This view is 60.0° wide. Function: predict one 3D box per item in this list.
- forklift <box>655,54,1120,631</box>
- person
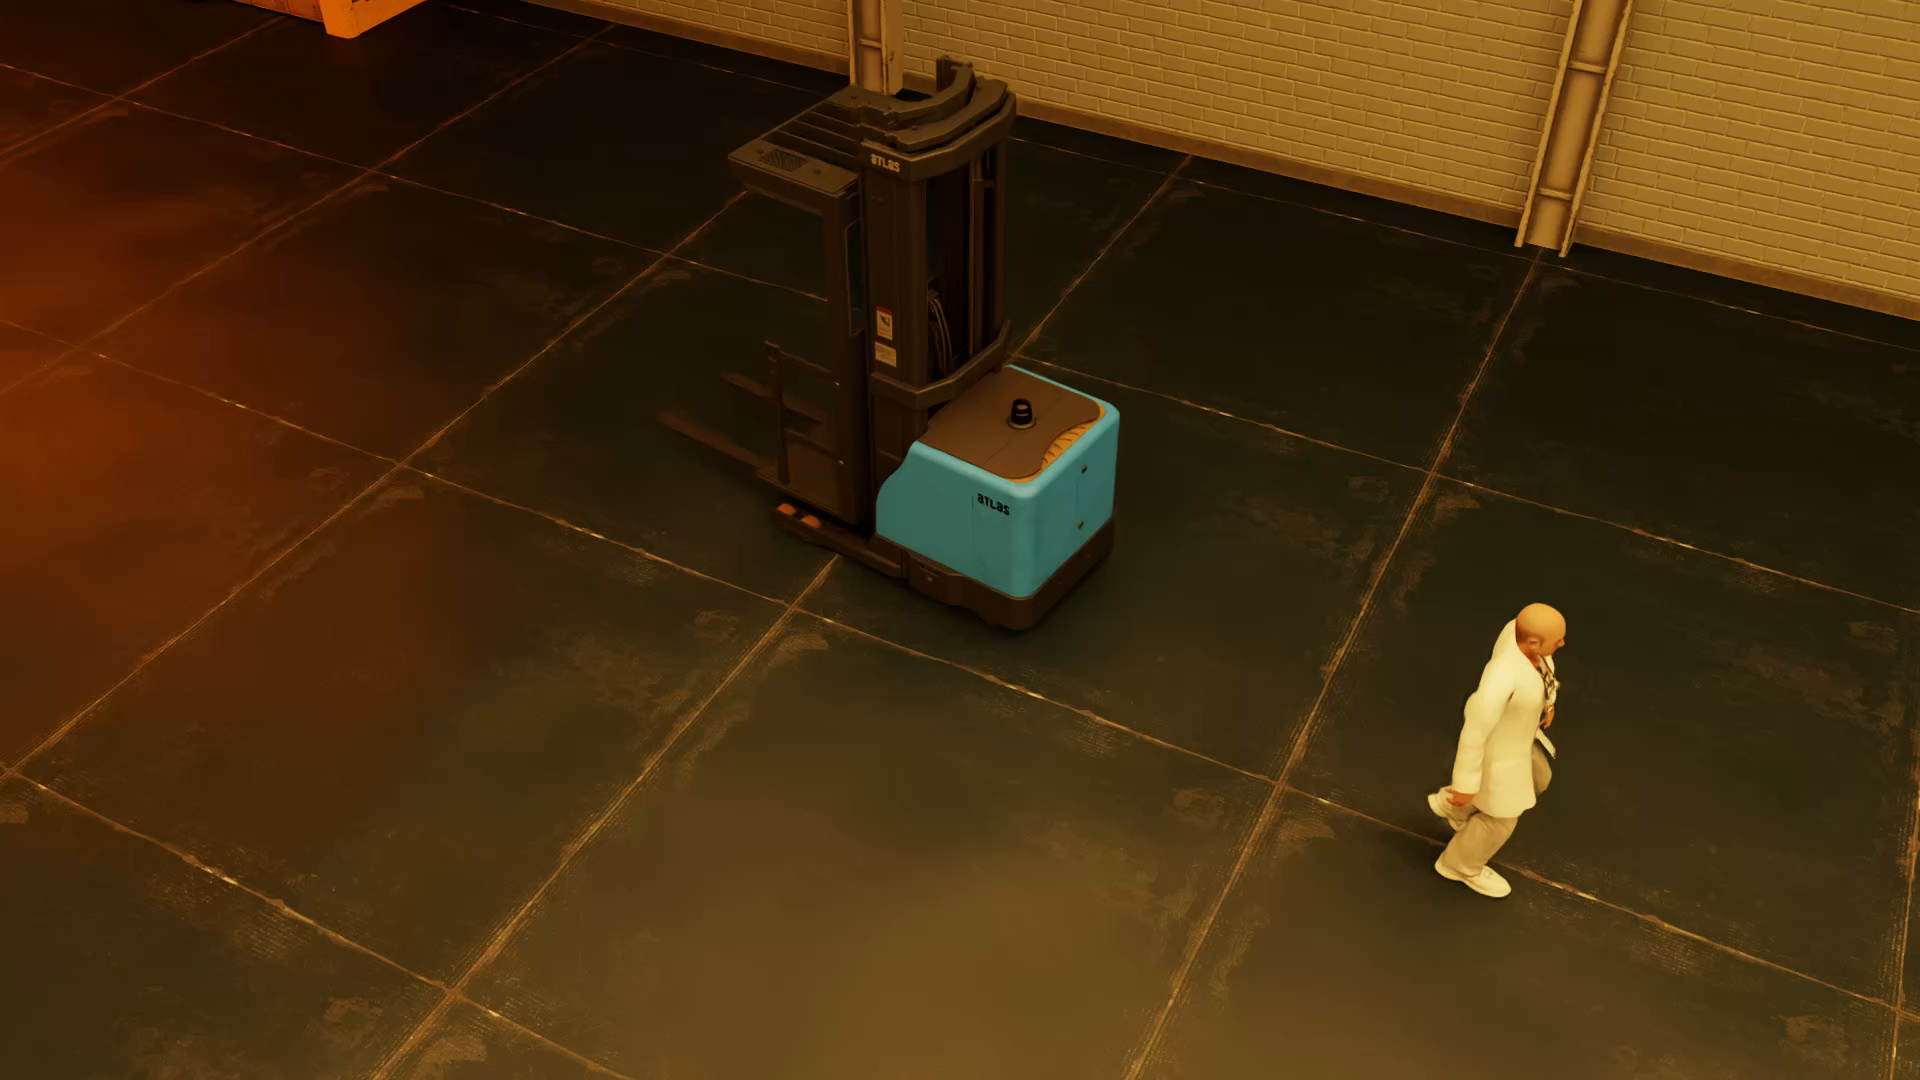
[{"bbox_3d":[-0.567,-1.360,9.601,3.031,2.935,1.130,25,46,26],"label":"forklift"},{"bbox_3d":[2.531,0.959,7.760,0.525,1.758,0.782,17,43,19],"label":"person"}]
